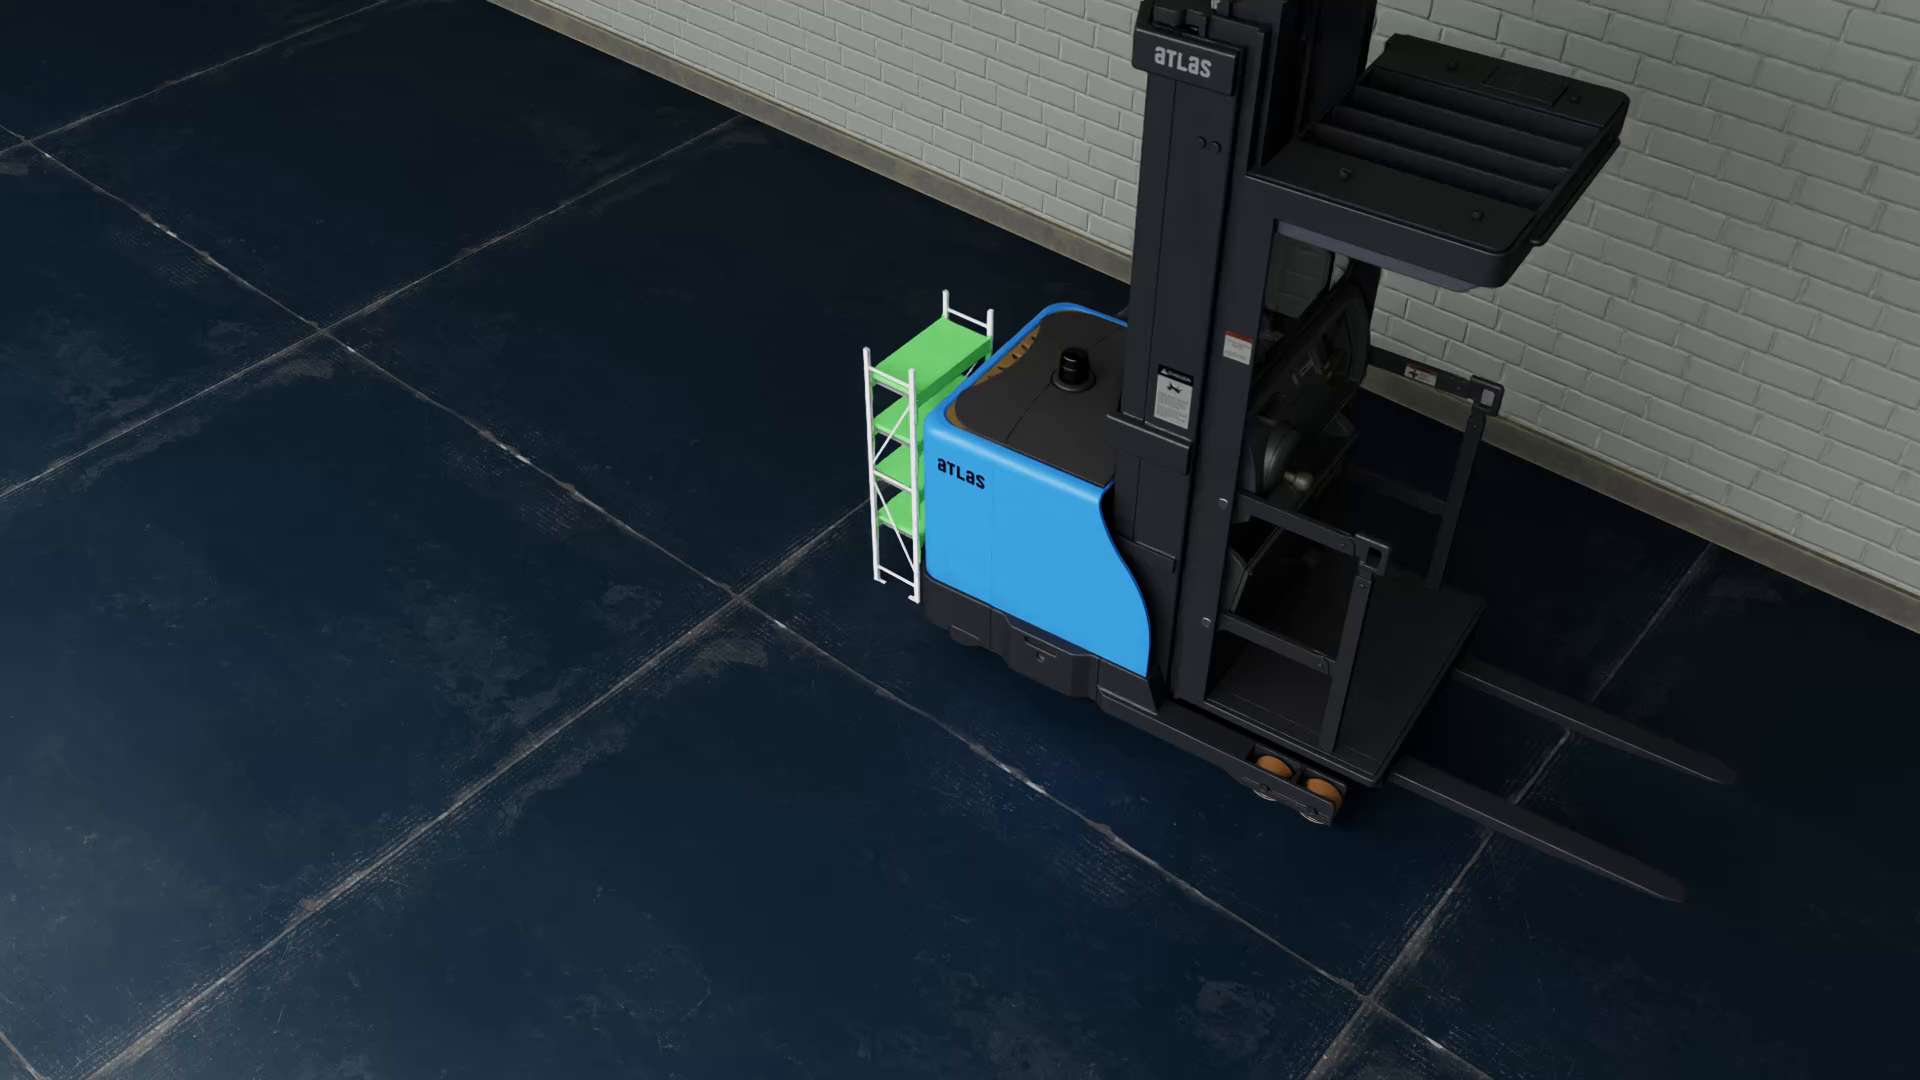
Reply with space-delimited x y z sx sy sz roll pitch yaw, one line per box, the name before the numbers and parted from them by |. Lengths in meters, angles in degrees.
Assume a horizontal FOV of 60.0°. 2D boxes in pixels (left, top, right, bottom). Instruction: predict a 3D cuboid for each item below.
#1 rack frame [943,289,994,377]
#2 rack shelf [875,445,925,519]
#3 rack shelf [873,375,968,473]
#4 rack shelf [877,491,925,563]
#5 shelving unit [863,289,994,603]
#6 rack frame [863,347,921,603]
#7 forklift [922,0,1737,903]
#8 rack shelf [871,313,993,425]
rack frame | 0.031 -0.492 6.900 0.240 1.200 0.015 27 49 27
rack shelf | -0.117 -0.315 6.799 0.258 0.148 0.480 27 49 27
rack shelf | -0.117 -0.492 6.638 0.258 0.148 0.480 27 49 27
rack shelf | -0.117 -0.137 6.961 0.258 0.148 0.480 27 49 27
shelving unit | -0.117 -0.362 6.756 0.258 1.200 0.503 27 49 27
rack frame | -0.265 -0.231 6.613 0.240 1.200 0.015 27 49 27
forklift | 1.356 -0.456 5.572 3.031 2.935 1.130 24 48 24
rack shelf | -0.117 -0.670 6.476 0.258 0.148 0.480 27 49 27
